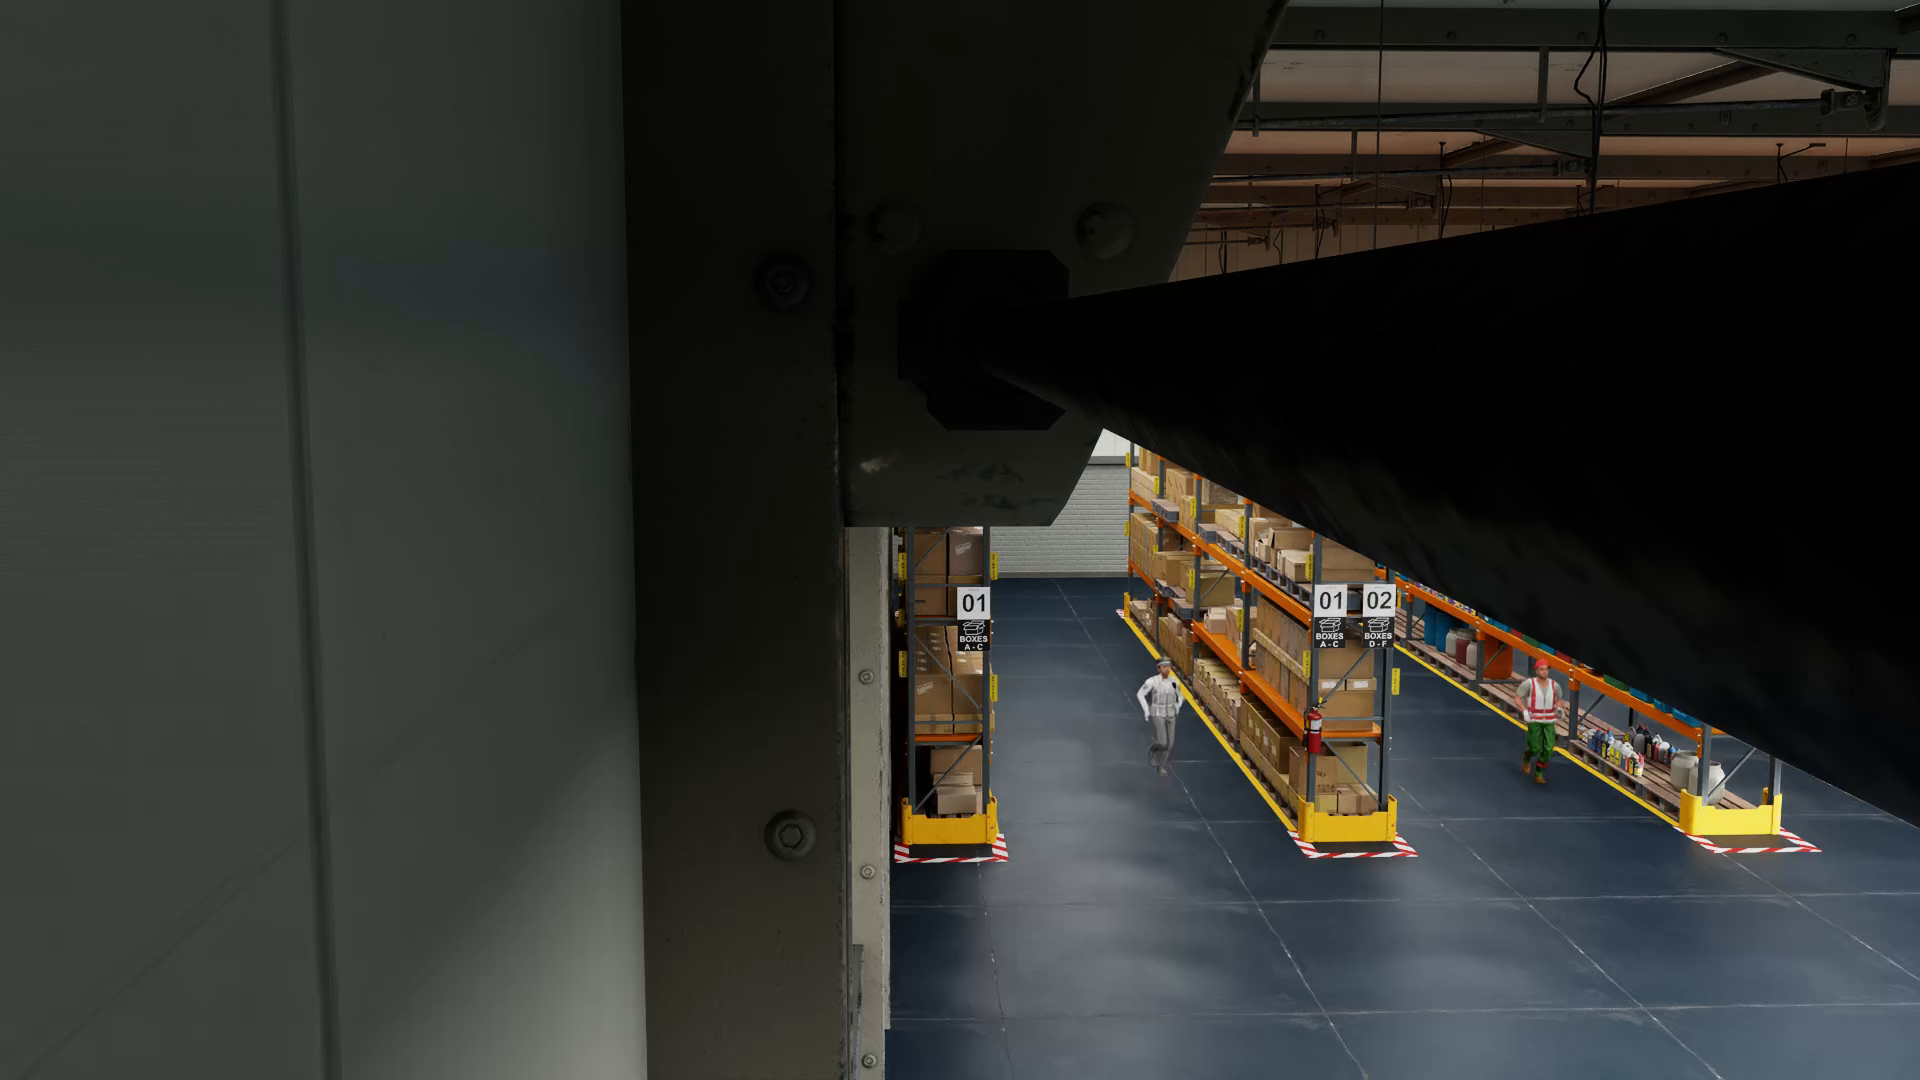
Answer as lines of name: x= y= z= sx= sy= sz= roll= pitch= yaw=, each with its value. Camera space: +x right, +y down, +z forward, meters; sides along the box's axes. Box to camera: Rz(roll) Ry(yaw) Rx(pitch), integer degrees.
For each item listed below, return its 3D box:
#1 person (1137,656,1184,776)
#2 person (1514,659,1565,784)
person: x=2.759 y=2.386 z=22.478 sx=0.615 sy=1.658 sz=0.541 roll=-2 pitch=8 yaw=-17
person: x=8.063 y=2.517 z=23.091 sx=0.652 sy=1.738 sz=0.613 roll=0 pitch=7 yaw=1
